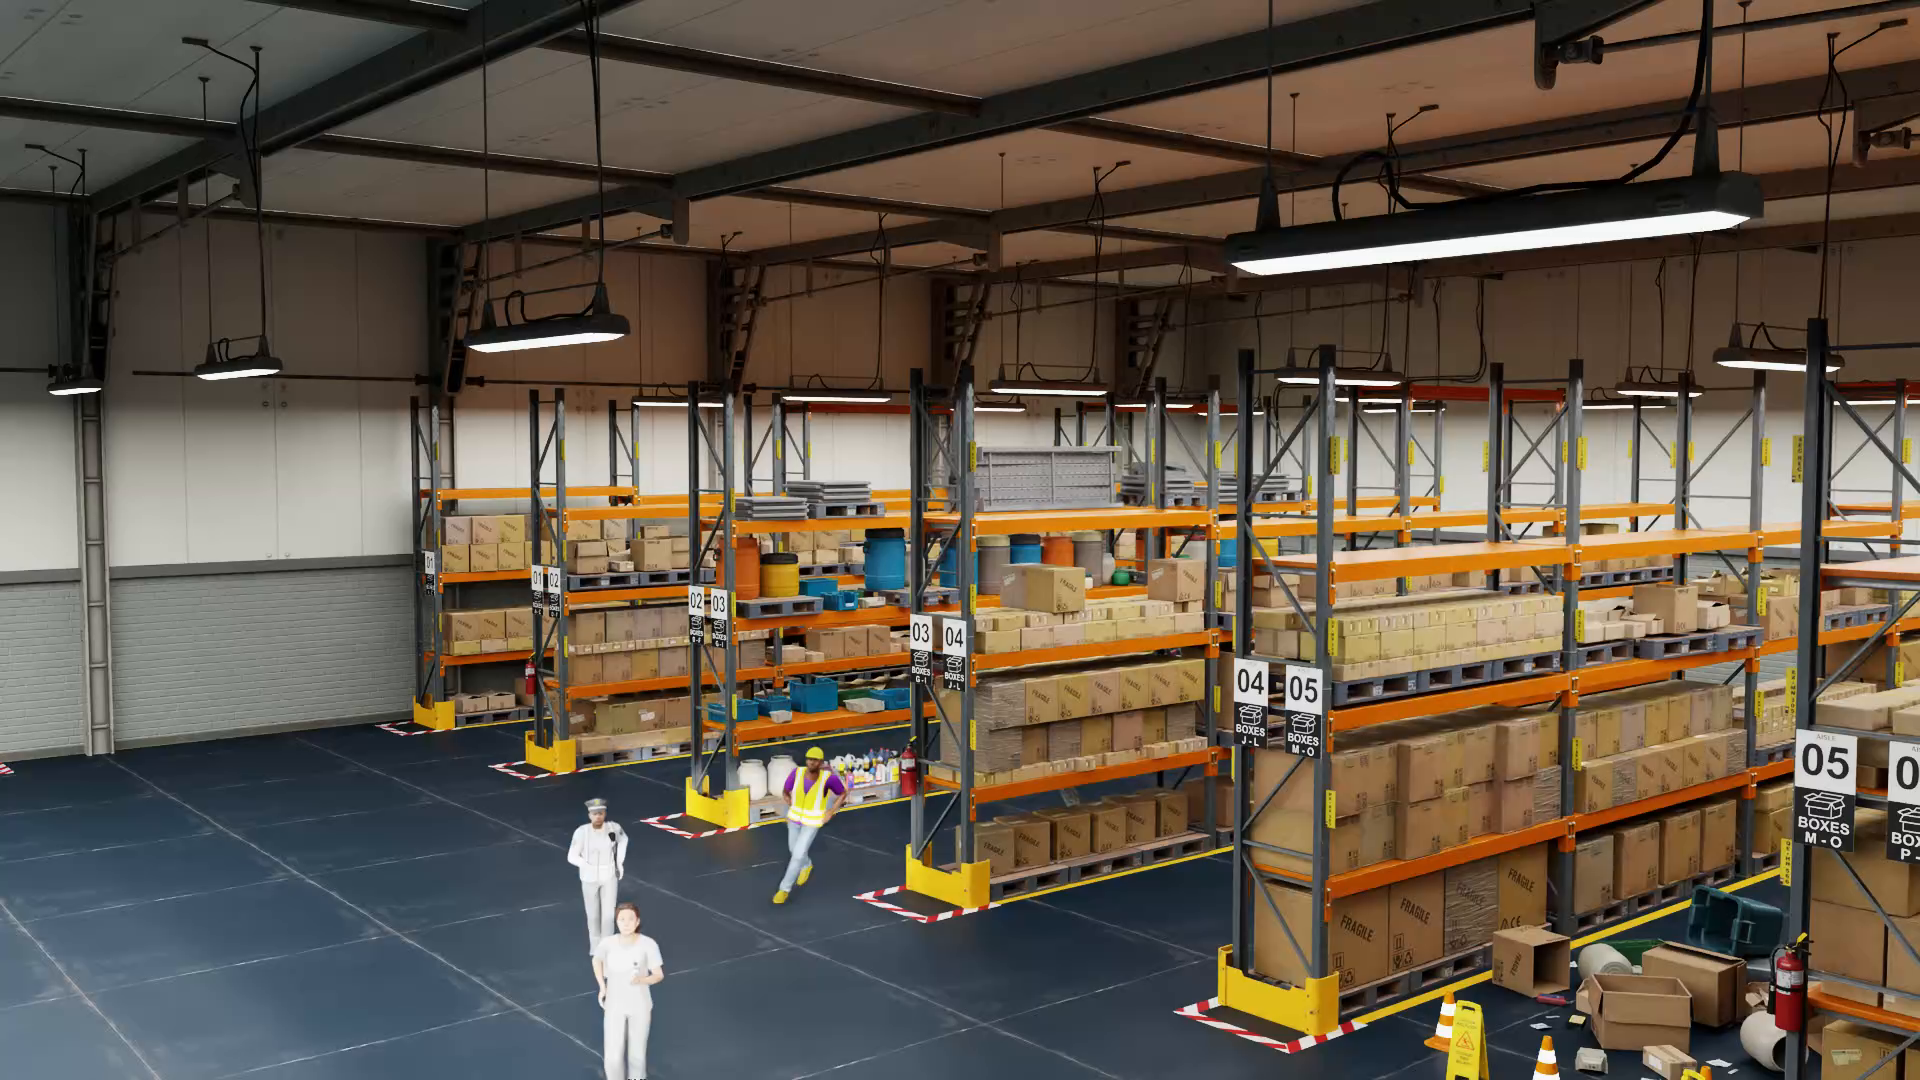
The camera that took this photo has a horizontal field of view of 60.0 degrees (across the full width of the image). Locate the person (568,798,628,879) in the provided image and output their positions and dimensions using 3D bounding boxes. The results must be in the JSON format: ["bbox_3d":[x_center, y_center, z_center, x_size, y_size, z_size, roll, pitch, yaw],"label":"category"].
[{"bbox_3d":[-3.535,2.923,16.185,0.552,0.851,0.647,0,3,-7],"label":"person"}]

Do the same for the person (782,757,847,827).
[{"bbox_3d":[-1.707,2.798,18.759,0.707,0.873,0.557,1,4,22],"label":"person"}]

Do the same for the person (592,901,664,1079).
[{"bbox_3d":[-2.508,3.585,12.555,0.546,1.723,0.712,0,3,-8],"label":"person"}]
